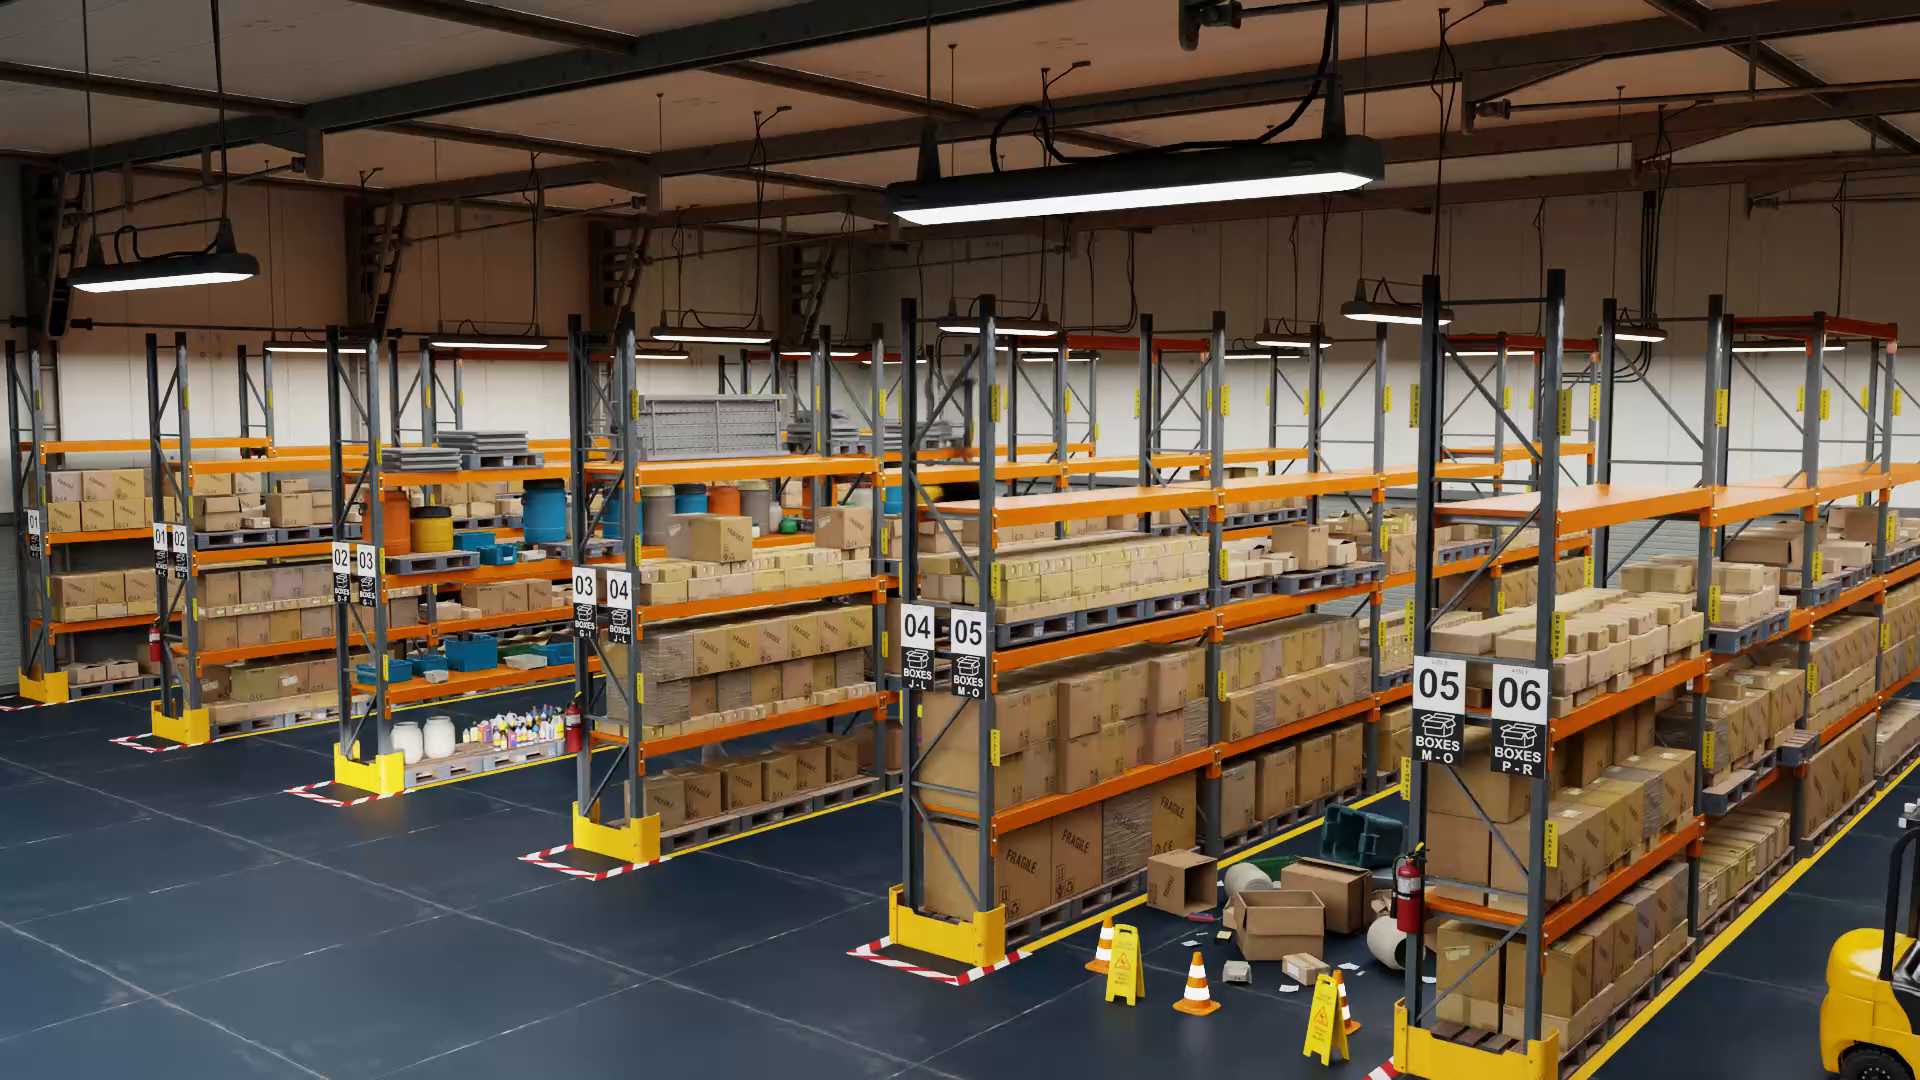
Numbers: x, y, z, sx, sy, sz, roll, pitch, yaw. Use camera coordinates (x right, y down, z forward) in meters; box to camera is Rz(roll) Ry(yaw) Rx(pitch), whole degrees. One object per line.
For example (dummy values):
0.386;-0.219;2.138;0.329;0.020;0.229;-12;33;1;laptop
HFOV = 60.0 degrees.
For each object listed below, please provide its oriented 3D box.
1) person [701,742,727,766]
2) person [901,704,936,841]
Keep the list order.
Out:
-3.319;2.334;22.057;0.590;1.687;0.909;3;6;26;person
-0.390;2.637;18.478;0.655;1.680;0.736;3;6;31;person
